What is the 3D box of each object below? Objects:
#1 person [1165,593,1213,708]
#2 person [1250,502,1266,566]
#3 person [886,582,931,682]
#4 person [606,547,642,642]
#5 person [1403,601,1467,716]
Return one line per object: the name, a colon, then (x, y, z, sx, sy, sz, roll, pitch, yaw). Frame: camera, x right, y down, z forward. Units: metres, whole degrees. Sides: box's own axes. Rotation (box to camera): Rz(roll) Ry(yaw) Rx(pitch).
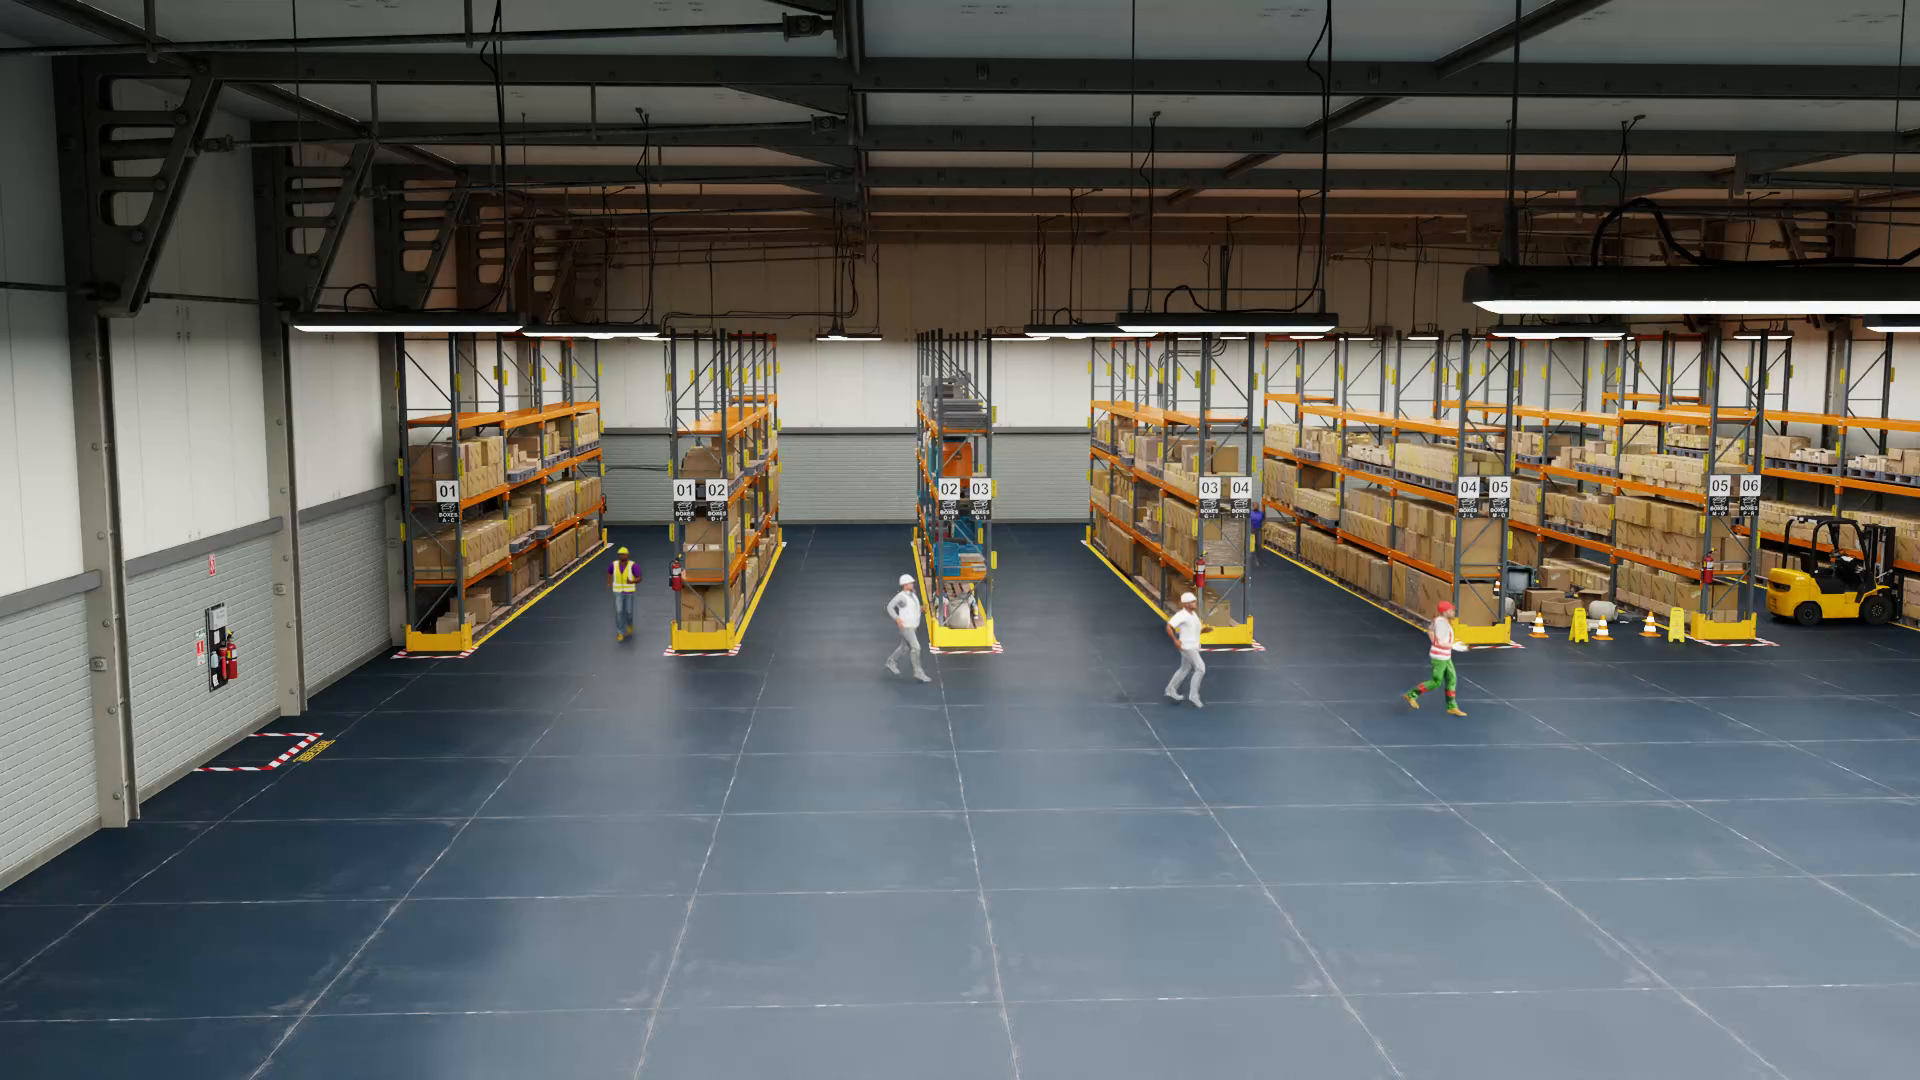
person: (3.630, 1.741, 26.392, 0.765, 1.820, 0.676, 3, 7, 21)
person: (7.697, -0.172, 43.299, 0.588, 1.653, 0.827, 0, 7, -3)
person: (-0.890, 1.509, 28.387, 0.915, 1.740, 0.645, 3, 7, 22)
person: (-6.534, 1.028, 32.353, 0.698, 1.794, 0.863, -1, 7, -7)
person: (7.359, 1.819, 25.669, 0.953, 1.787, 0.636, 2, 7, 19)
